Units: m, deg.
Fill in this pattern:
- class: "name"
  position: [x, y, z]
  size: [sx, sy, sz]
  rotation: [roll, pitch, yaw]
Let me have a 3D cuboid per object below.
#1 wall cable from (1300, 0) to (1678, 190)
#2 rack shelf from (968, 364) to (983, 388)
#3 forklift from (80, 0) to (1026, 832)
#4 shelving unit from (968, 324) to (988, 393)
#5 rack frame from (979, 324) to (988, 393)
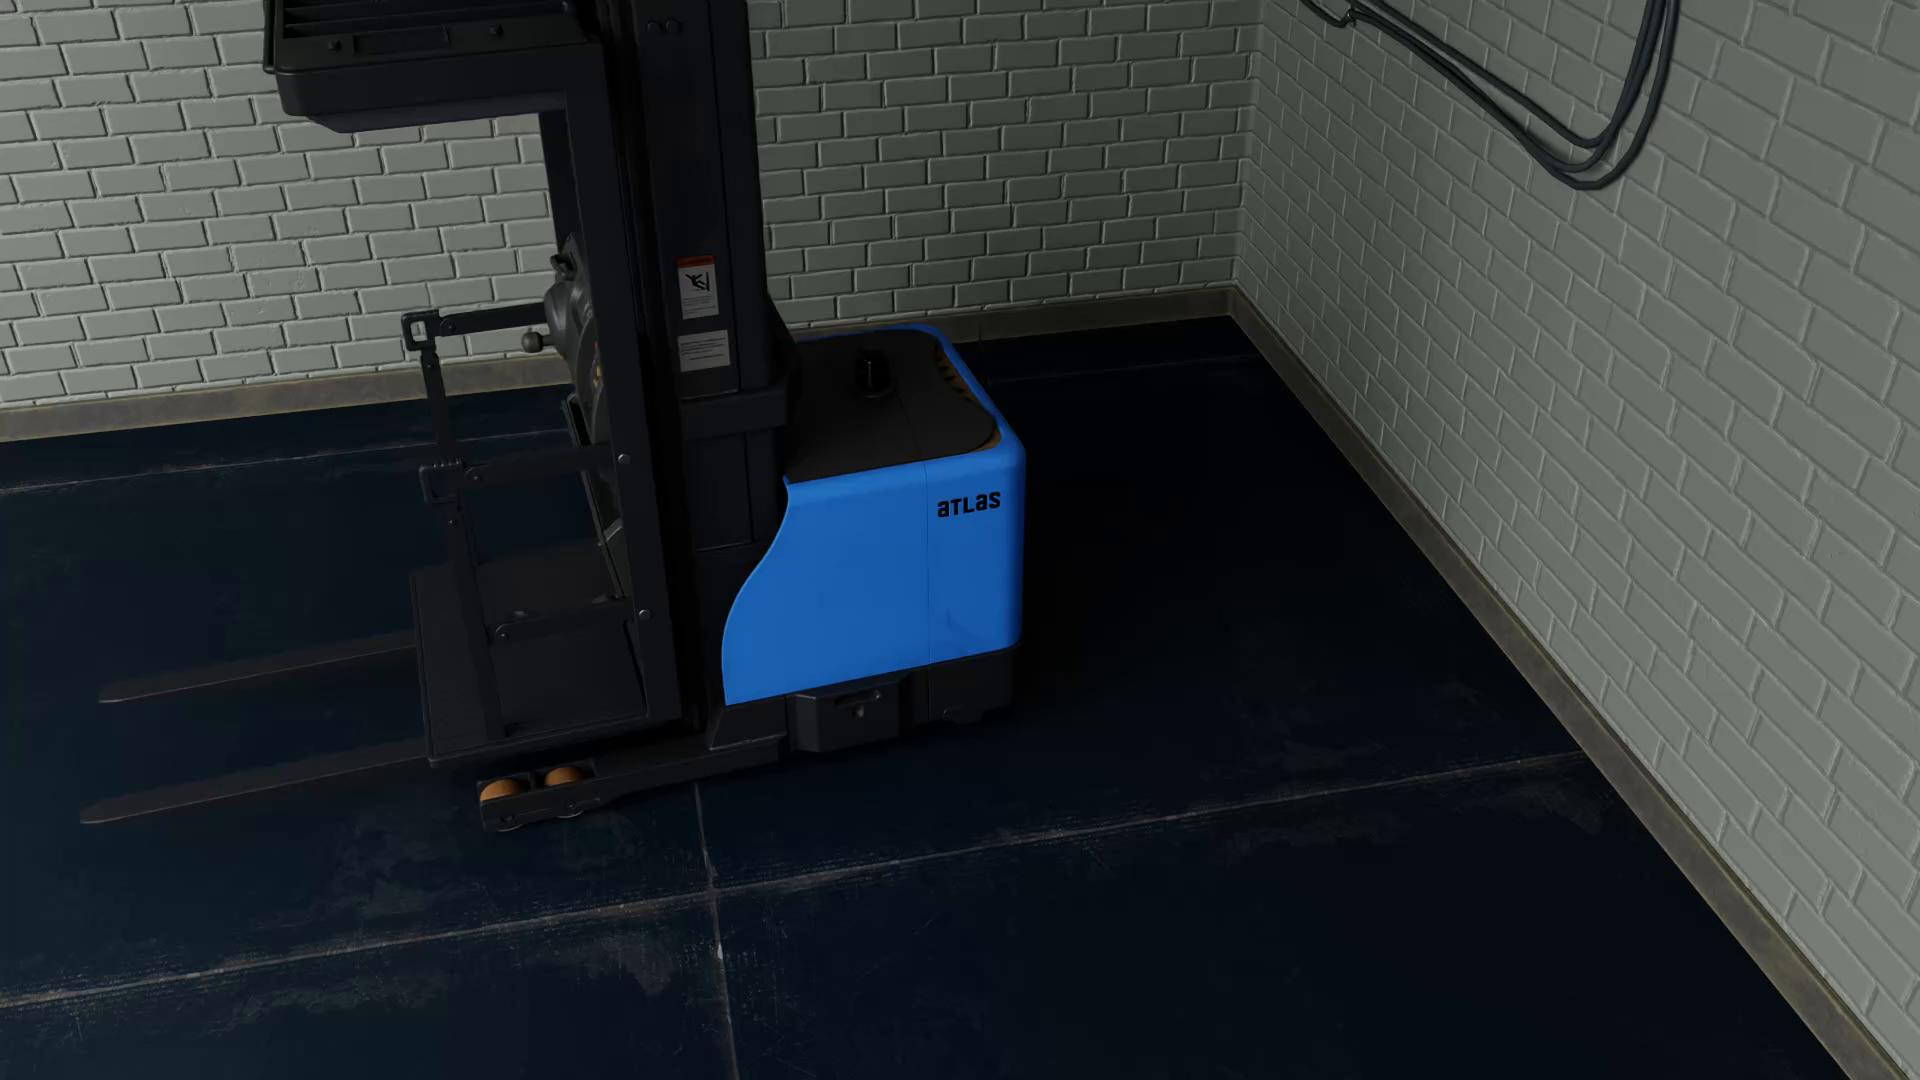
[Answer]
- class: "wall cable"
  position: [1.666, -2.807, 5.643]
  size: [0.112, 2.526, 3.097]
  rotation: [-7, 35, -11]
- class: "rack shelf"
  position: [-0.013, -0.577, 6.377]
  size: [0.200, 0.077, 0.258]
  rotation: [-3, 34, -5]
- class: "forklift"
  position: [-1.350, -0.612, 5.031]
  size: [3.031, 2.935, 1.130]
  rotation: [-10, 35, -15]
- class: "shelving unit"
  position: [-0.013, -0.380, 6.509]
  size: [0.210, 0.900, 0.258]
  rotation: [-3, 34, -5]
- class: "rack frame"
  position: [0.089, -0.386, 6.517]
  size: [0.006, 0.900, 0.240]
  rotation: [-3, 34, -5]
